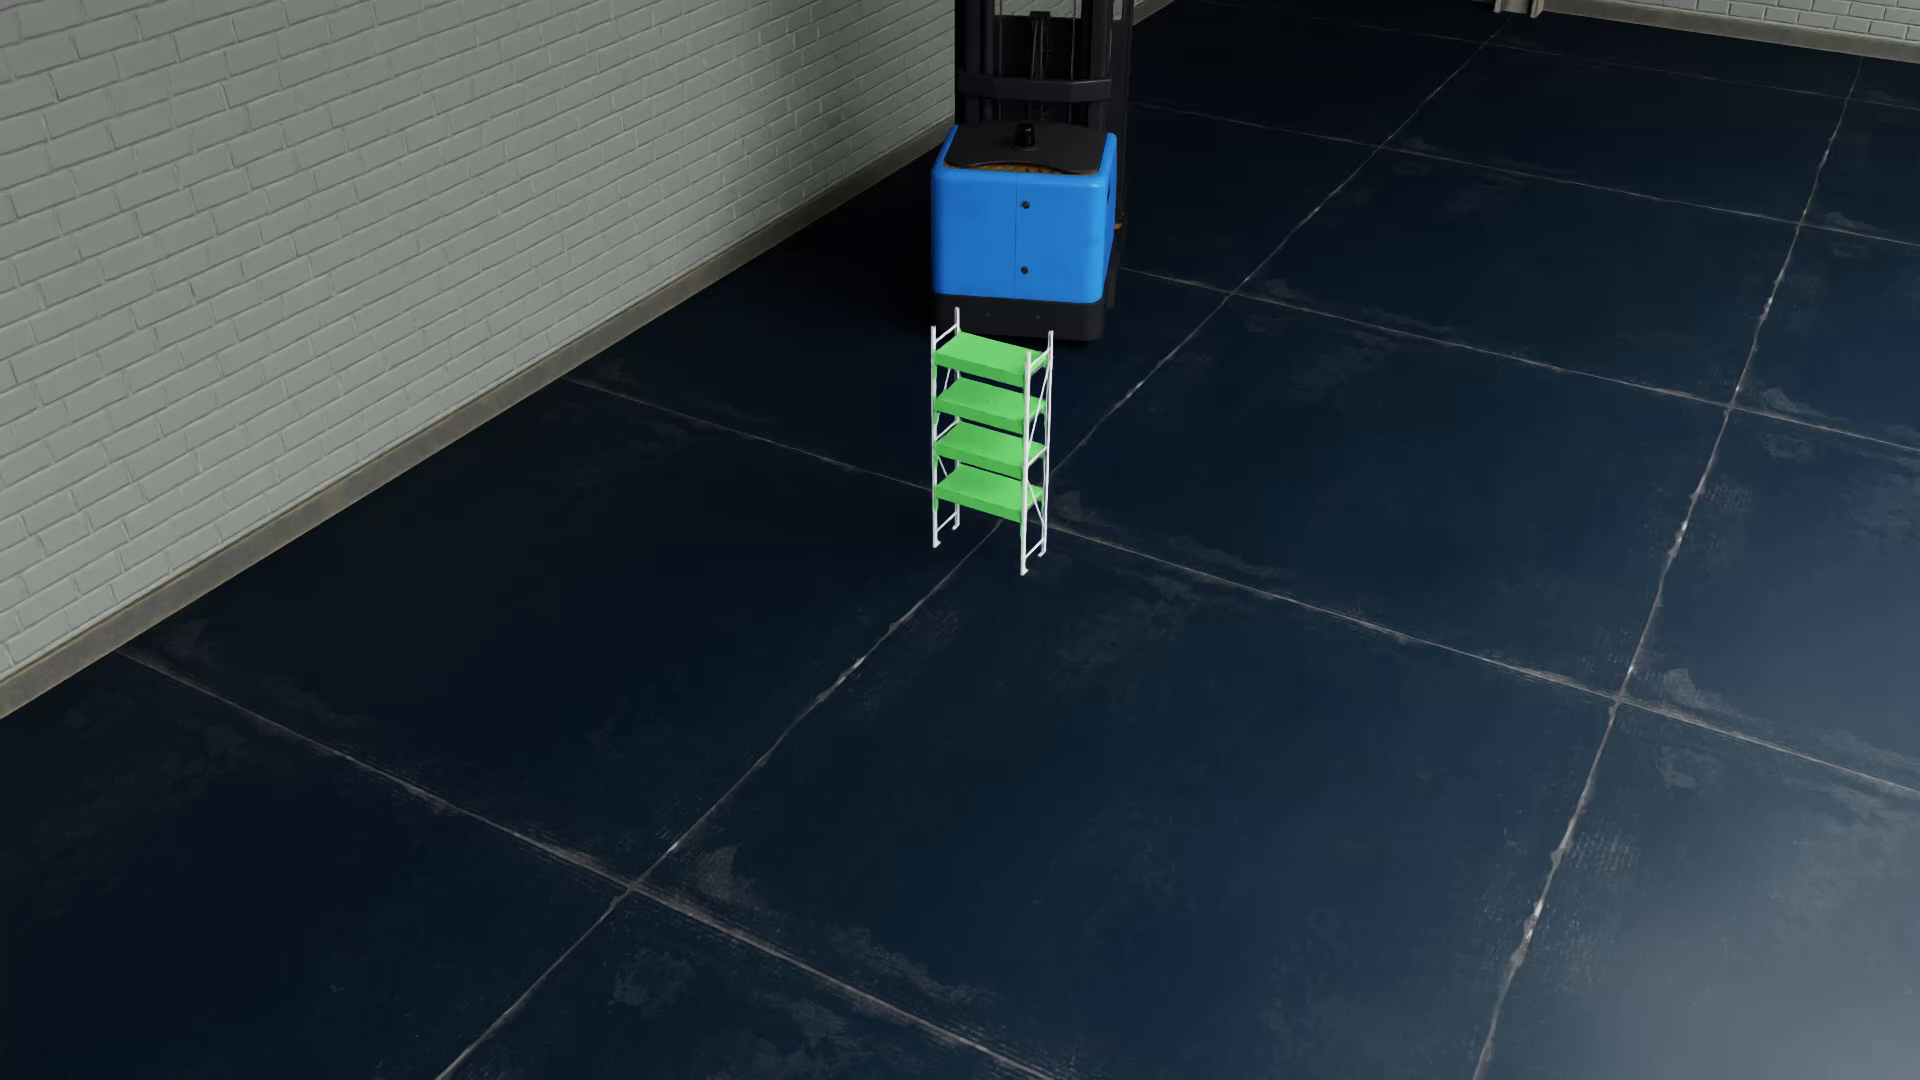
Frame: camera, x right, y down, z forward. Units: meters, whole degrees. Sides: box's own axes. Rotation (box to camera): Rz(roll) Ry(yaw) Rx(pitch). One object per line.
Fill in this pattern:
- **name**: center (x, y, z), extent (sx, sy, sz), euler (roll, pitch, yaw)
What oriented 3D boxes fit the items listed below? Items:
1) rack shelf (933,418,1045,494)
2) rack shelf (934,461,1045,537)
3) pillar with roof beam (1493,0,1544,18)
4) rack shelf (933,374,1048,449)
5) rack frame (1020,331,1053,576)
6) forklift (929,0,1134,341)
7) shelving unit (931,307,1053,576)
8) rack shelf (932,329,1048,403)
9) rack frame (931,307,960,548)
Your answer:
- **rack shelf**: center (0.144, -0.401, 7.884), extent (0.480, 0.148, 0.258), euler (18, 37, 24)
- **rack shelf**: center (0.144, -0.201, 8.018), extent (0.480, 0.148, 0.258), euler (18, 37, 24)
- **pillar with roof beam**: center (3.169, -6.705, 10.200), extent (0.400, 9.000, 9.100), euler (18, 37, 24)
- **rack shelf**: center (0.144, -0.600, 7.751), extent (0.480, 0.148, 0.258), euler (18, 37, 24)
- **rack frame**: center (0.356, -0.387, 7.748), extent (0.015, 1.200, 0.240), euler (18, 37, 24)
- **forklift**: center (0.548, -3.209, 10.425), extent (1.130, 2.935, 3.031), euler (5, 34, 7)
- **shelving unit**: center (0.144, -0.454, 7.849), extent (0.503, 1.200, 0.258), euler (18, 37, 24)
- **rack shelf**: center (0.144, -0.800, 7.618), extent (0.480, 0.148, 0.258), euler (18, 37, 24)
- **rack frame**: center (-0.068, -0.521, 7.950), extent (0.015, 1.200, 0.240), euler (18, 37, 24)
